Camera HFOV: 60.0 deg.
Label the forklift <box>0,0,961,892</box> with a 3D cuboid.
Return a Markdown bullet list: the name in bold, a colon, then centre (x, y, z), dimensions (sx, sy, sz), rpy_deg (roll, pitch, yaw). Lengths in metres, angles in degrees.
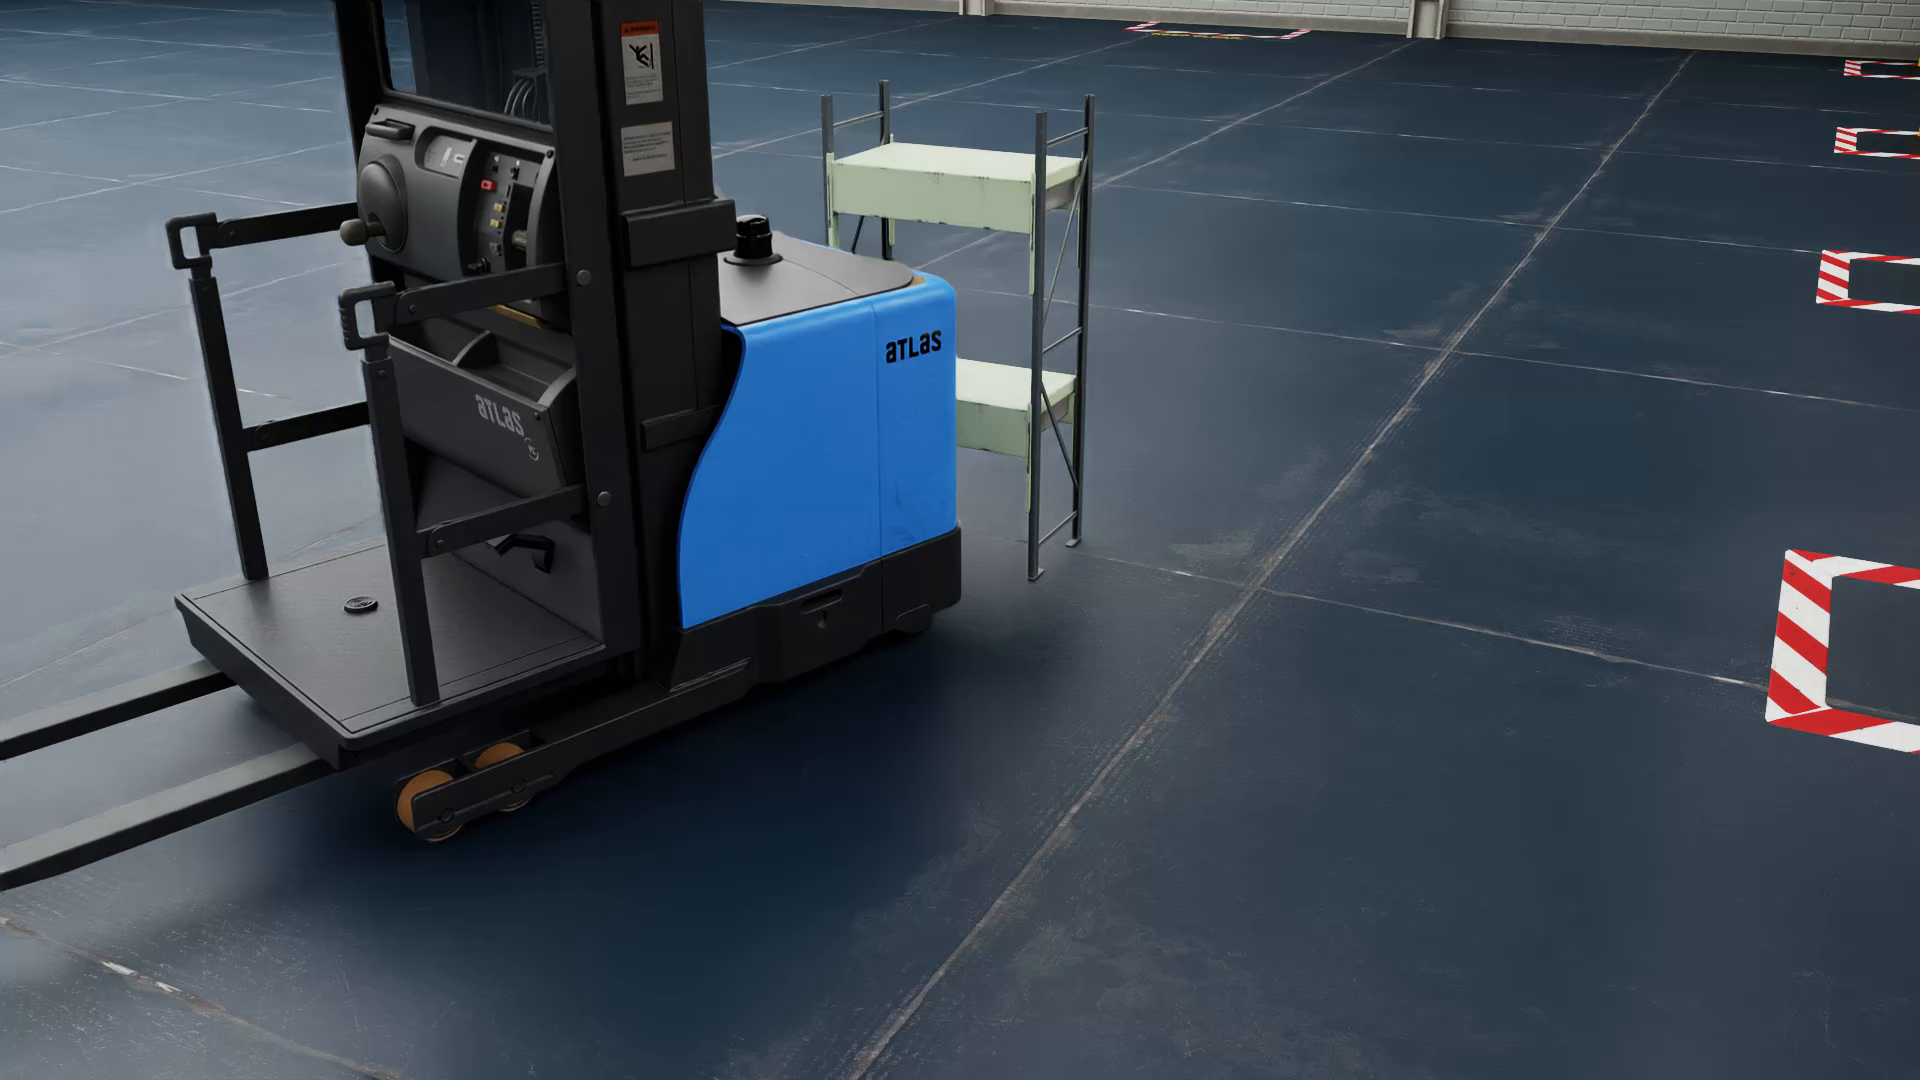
- **forklift**: centre (-1.412, -0.848, 3.999), dimensions (3.031, 2.935, 1.130), rpy_deg (-20, 30, -39)

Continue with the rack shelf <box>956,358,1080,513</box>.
- **rack shelf**: centre (-0.006, -0.391, 5.587), dimensions (0.720, 0.370, 0.431), rpy_deg (11, 25, 25)

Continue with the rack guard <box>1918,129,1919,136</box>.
- **rack guard**: centre (7.671, -3.294, 12.856), dimensions (0.348, 0.500, 1.175), rpy_deg (11, 25, 25)

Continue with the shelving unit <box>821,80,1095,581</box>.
- **shelving unit**: centre (-0.006, -0.691, 5.459), dimensions (0.755, 1.500, 0.431), rpy_deg (11, 25, 25)

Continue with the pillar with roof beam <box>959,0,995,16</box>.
- **pillar with roof beam**: centre (-1.712, -9.725, 17.119), dimensions (0.400, 9.000, 9.100), rpy_deg (11, 25, 25)

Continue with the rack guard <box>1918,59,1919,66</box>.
- **rack guard**: centre (9.992, -5.007, 16.884), dimensions (0.348, 0.500, 1.175), rpy_deg (11, 25, 25)

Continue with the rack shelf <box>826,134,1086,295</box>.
- **rack shelf**: centre (-0.006, -1.050, 5.307), dimensions (0.720, 0.370, 0.431), rpy_deg (11, 25, 25)

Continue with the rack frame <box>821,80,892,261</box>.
- **rack frame**: centre (-0.333, -0.756, 5.611), dimensions (0.023, 1.500, 0.400), rpy_deg (11, 25, 25)

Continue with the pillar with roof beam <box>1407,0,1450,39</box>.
- **pillar with roof beam**: centre (3.643, -8.666, 14.628), dimensions (0.400, 9.000, 9.100), rpy_deg (11, 25, 25)

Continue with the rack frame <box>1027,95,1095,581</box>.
- **rack frame**: centre (0.321, -0.627, 5.307), dimensions (0.023, 1.500, 0.400), rpy_deg (11, 25, 25)
